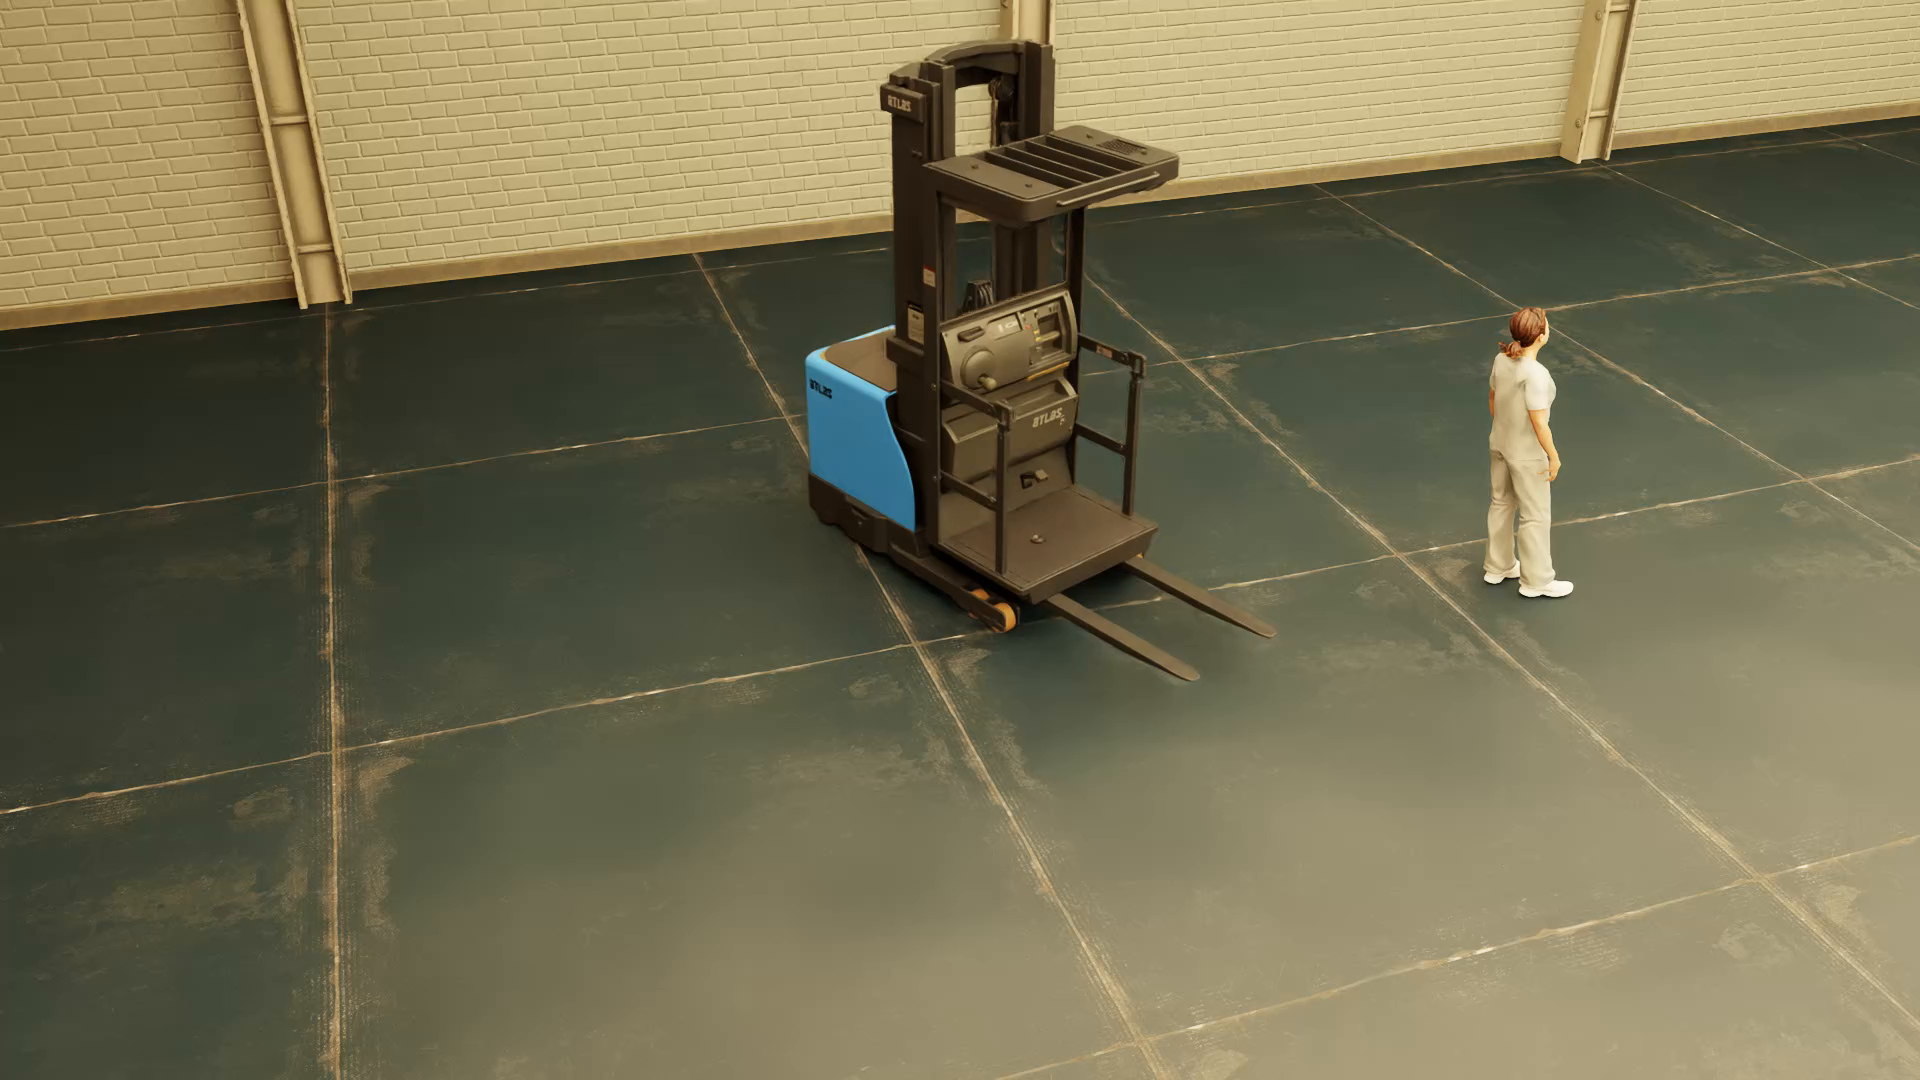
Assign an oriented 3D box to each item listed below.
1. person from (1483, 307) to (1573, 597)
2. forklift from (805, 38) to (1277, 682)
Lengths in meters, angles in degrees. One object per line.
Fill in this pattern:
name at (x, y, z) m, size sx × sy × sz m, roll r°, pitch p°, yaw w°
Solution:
person at (3.160, -0.502, 9.203) m, size 0.548 × 1.673 × 0.550 m, roll -9°, pitch 31°, yaw -15°
forklift at (0.417, -1.044, 8.902) m, size 1.130 × 2.935 × 3.031 m, roll -24°, pitch 37°, yaw -35°
